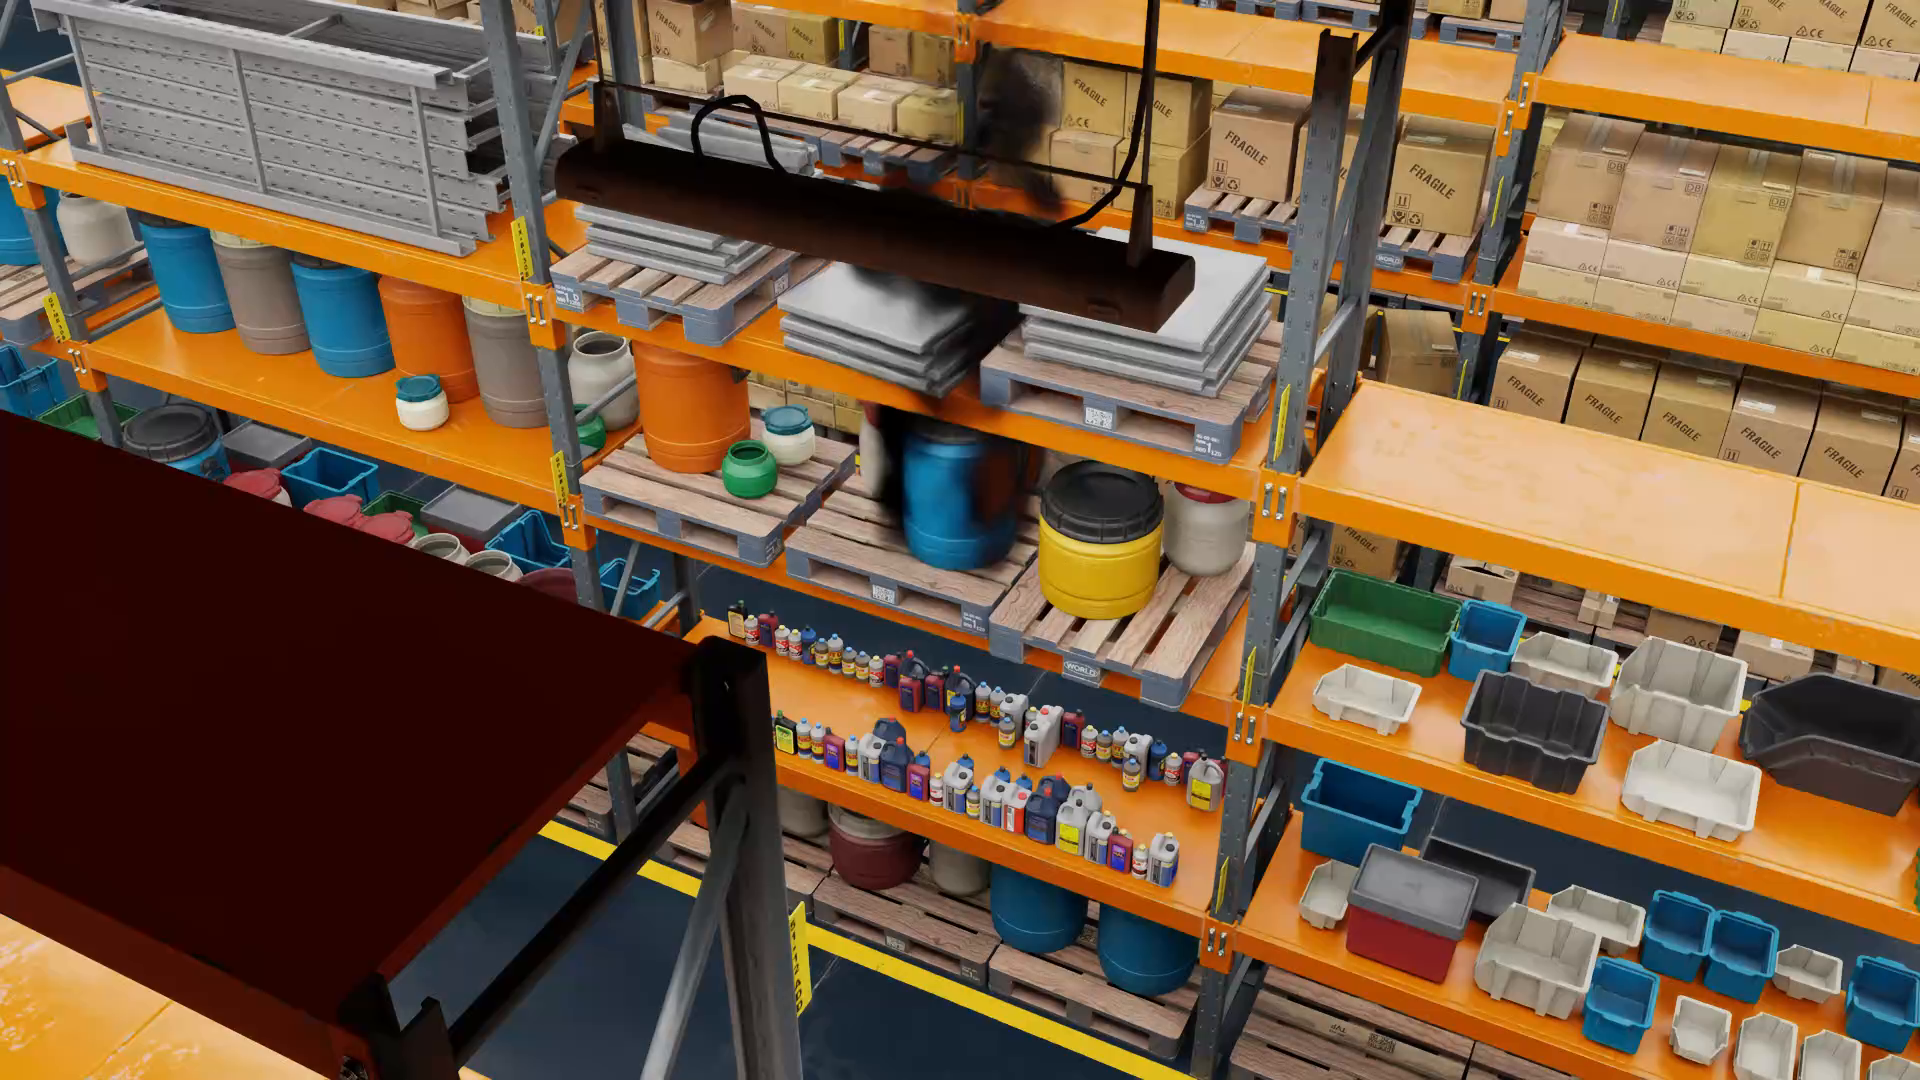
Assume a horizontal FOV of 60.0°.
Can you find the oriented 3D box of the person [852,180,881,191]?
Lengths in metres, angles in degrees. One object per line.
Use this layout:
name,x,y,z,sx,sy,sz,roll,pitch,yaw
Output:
person,-0.952,-2.739,16.255,0.602,1.747,0.643,14,37,18
